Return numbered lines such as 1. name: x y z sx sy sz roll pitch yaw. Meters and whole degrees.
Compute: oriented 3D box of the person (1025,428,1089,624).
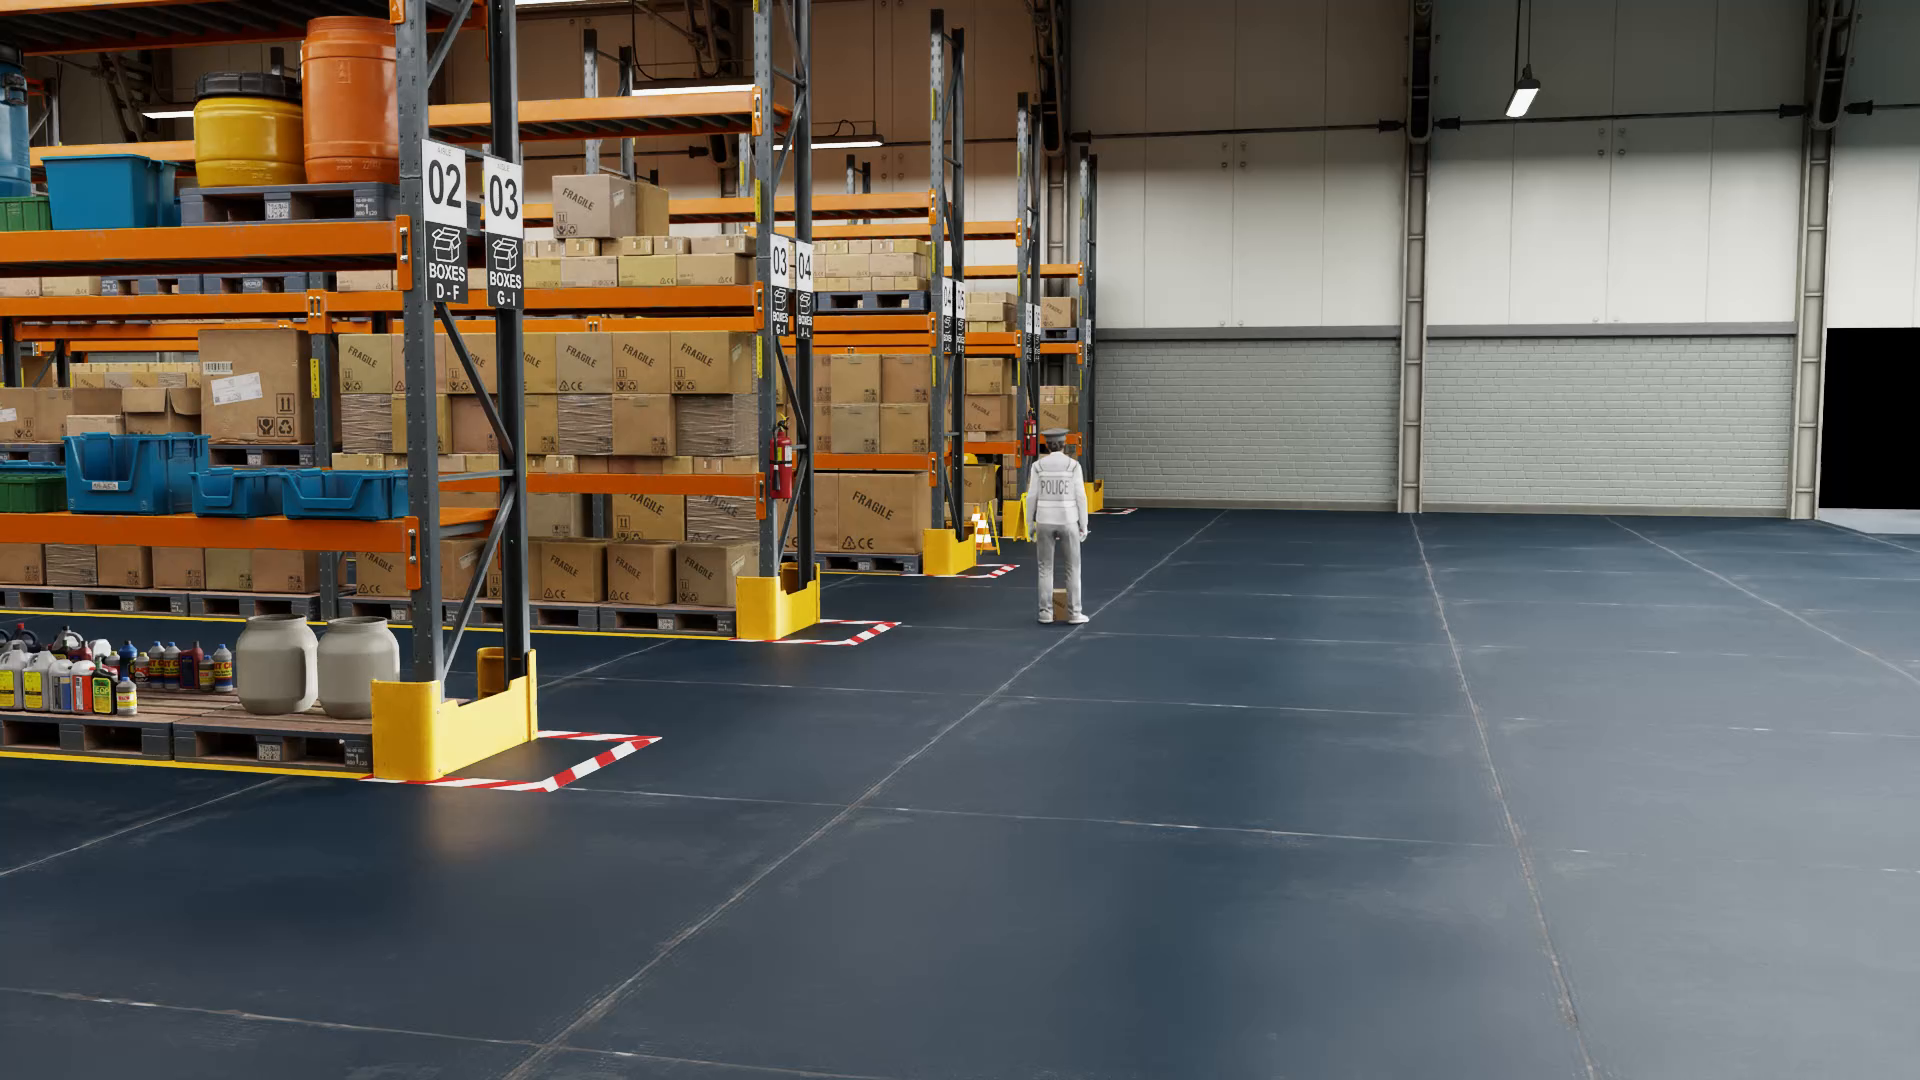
1. person: 0.825 -0.119 14.138 0.534 1.662 0.374 1 5 11
